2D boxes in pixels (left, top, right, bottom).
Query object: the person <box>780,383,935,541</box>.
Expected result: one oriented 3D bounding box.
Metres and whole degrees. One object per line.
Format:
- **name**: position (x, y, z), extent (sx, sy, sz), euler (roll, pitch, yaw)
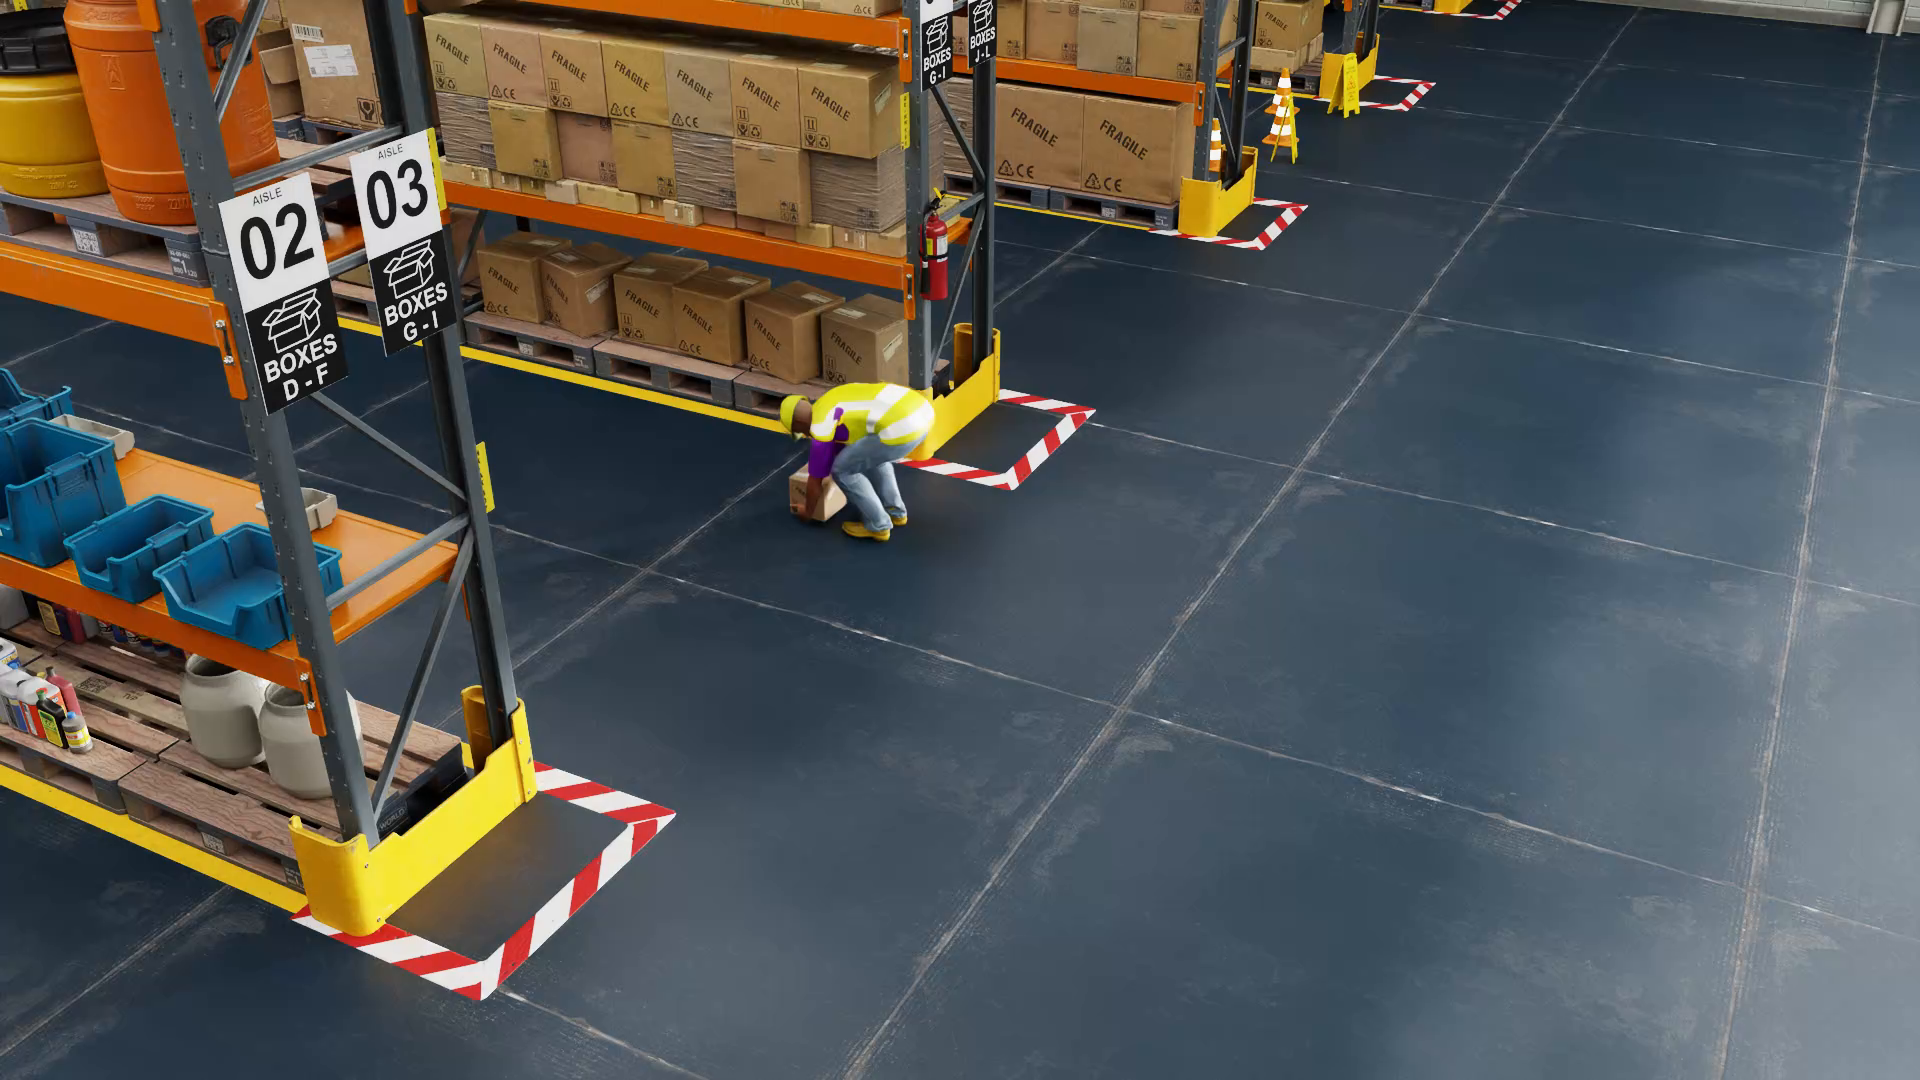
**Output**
- **person**: position (-0.636, -0.508, 9.979), extent (0.974, 0.939, 0.506), euler (13, 32, 21)
